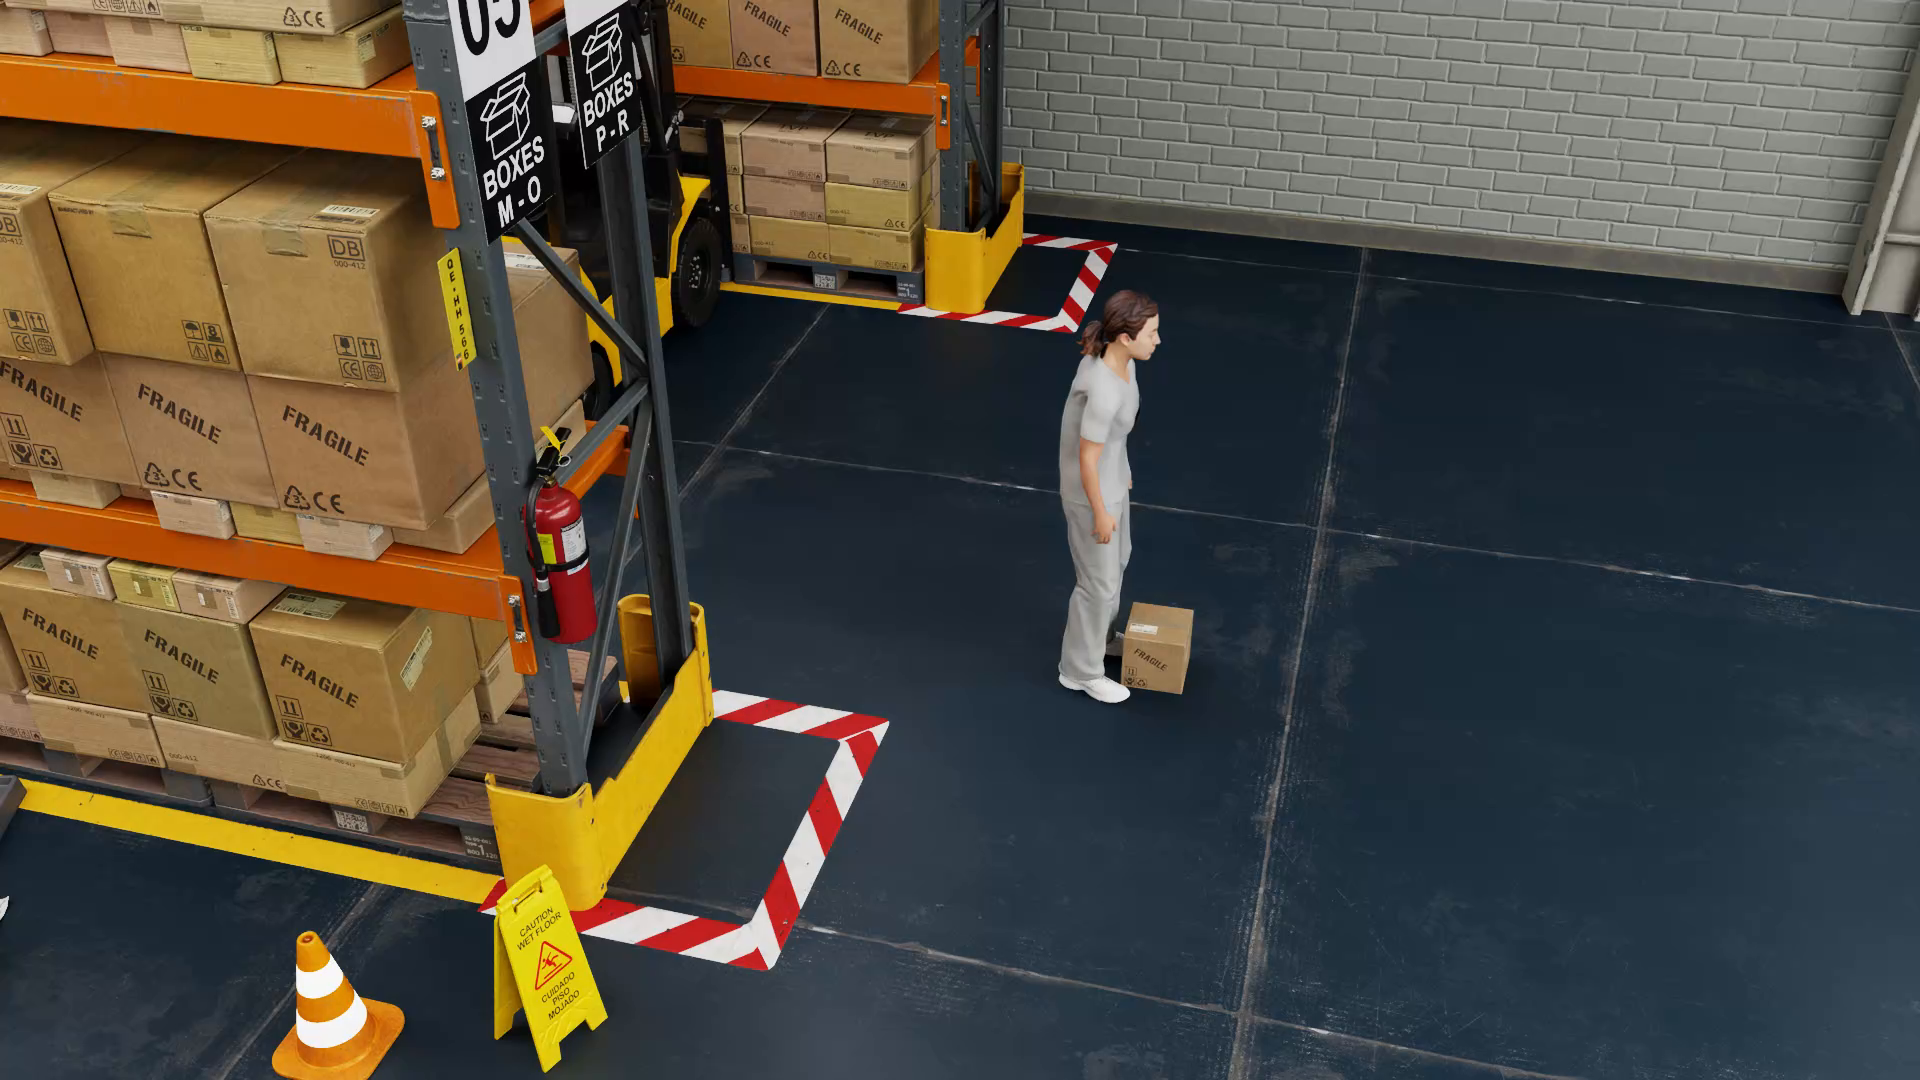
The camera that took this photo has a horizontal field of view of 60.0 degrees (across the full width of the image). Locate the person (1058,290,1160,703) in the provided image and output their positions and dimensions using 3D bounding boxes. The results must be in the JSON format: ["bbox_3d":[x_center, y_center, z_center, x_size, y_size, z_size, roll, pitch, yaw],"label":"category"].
[{"bbox_3d":[0.561,-0.186,6.427,0.354,1.673,0.490,8,34,12],"label":"person"}]
